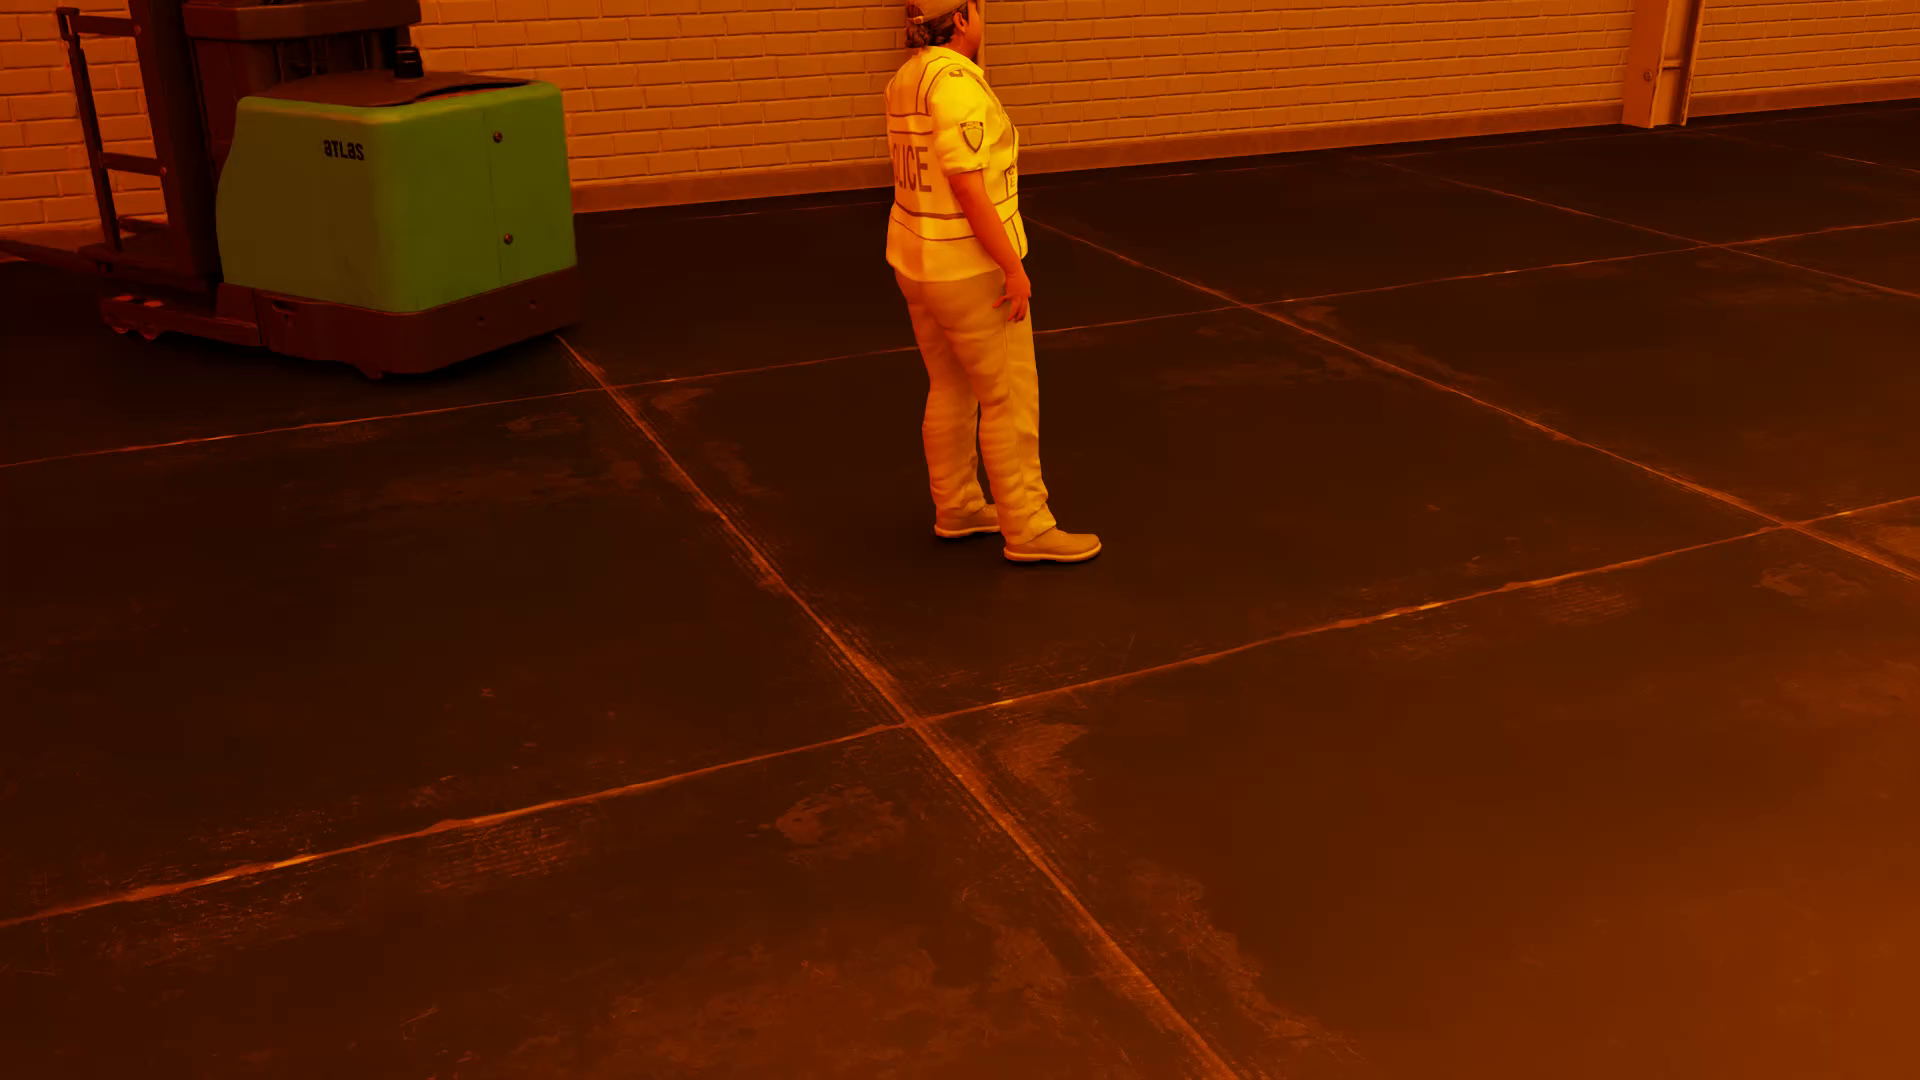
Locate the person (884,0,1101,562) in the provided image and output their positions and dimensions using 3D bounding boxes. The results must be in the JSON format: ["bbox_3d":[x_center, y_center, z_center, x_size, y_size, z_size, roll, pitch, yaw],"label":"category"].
[{"bbox_3d":[0.079,-0.780,4.795,0.529,1.670,0.598,-10,25,-23],"label":"person"}]

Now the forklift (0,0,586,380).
[{"bbox_3d":[-3.165,-2.381,7.018,3.031,2.935,1.130,12,26,27],"label":"forklift"}]
